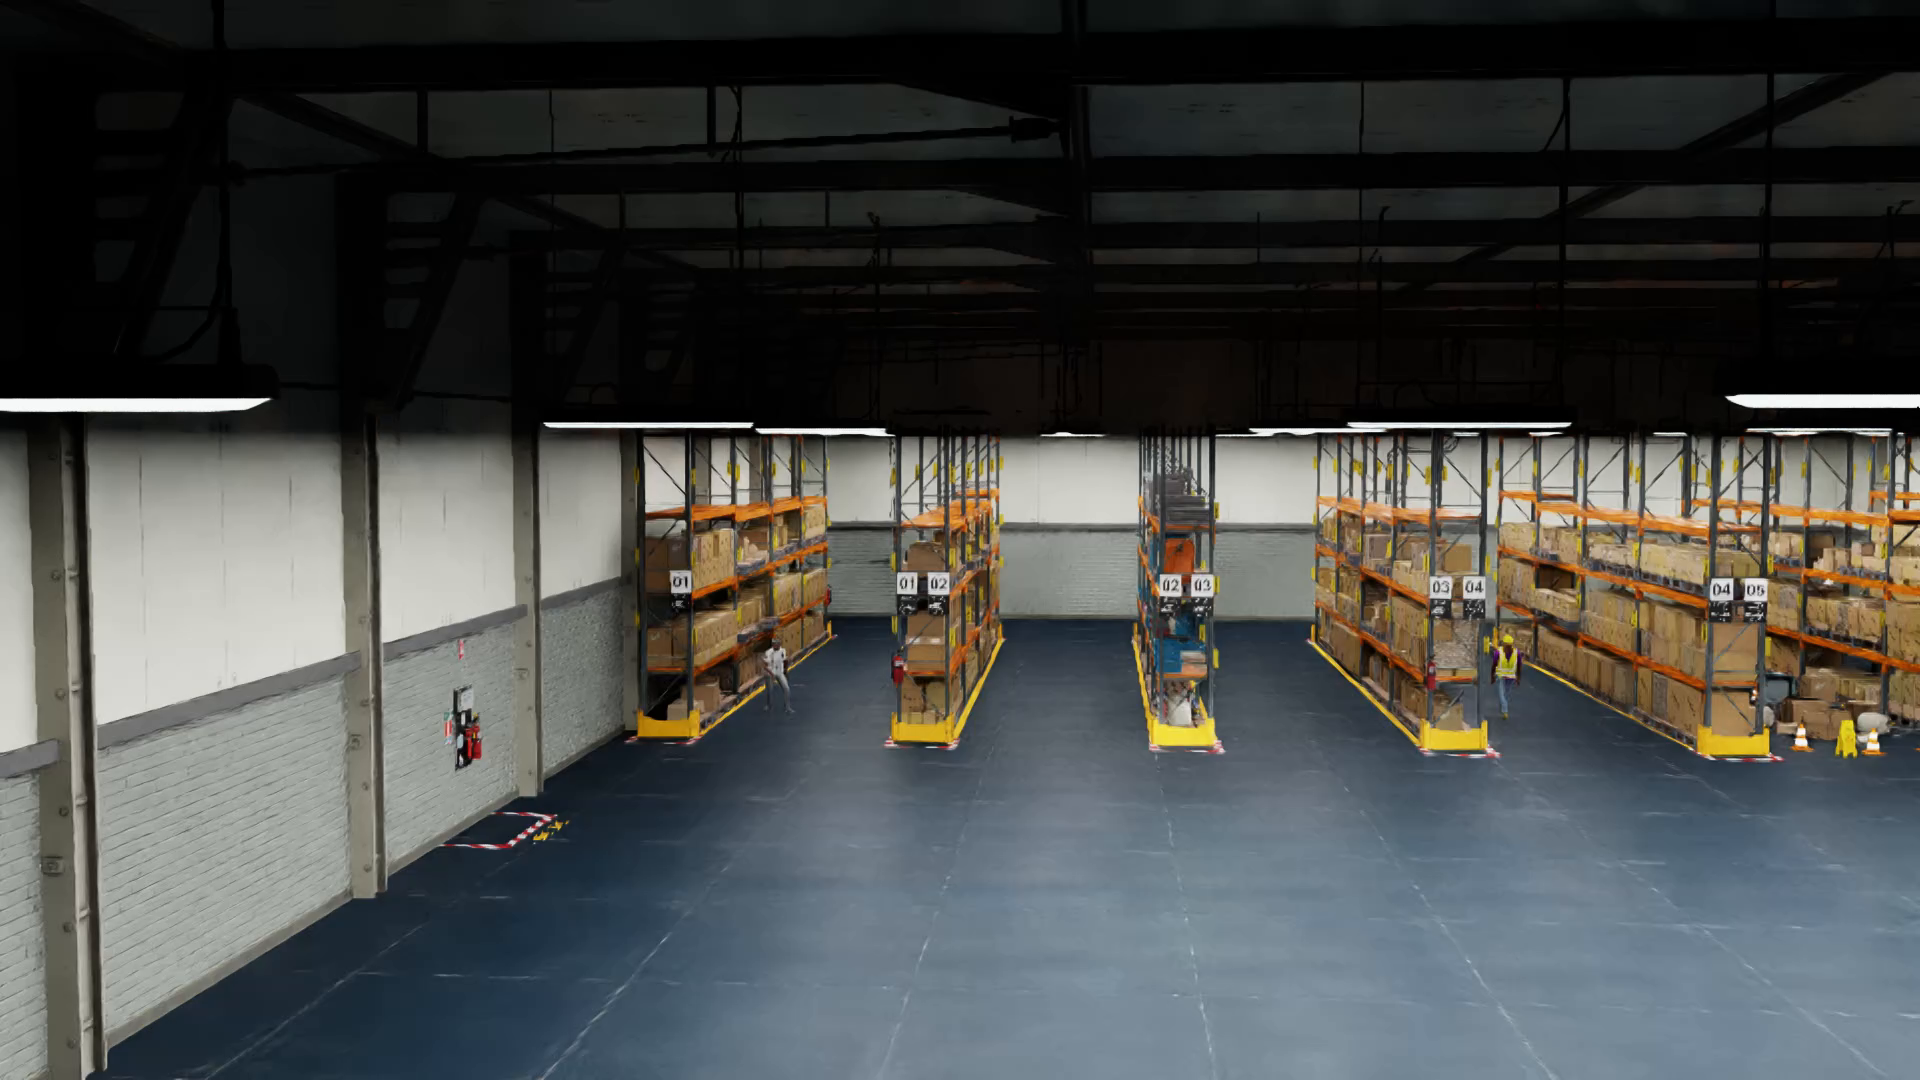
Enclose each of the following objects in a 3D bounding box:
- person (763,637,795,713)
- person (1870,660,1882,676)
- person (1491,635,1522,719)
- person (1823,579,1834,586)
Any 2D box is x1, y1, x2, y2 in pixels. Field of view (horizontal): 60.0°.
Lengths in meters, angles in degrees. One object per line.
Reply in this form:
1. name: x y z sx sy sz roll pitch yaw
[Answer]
1. person: -3.821 2.798 34.715 0.622 1.613 0.782 -1 4 -15
2. person: 21.690 2.483 39.431 0.539 1.659 0.598 2 4 35
3. person: 11.252 2.787 34.179 0.575 1.689 1.128 0 3 3
4. person: 24.691 1.987 47.115 0.704 1.763 0.583 -1 4 -23
